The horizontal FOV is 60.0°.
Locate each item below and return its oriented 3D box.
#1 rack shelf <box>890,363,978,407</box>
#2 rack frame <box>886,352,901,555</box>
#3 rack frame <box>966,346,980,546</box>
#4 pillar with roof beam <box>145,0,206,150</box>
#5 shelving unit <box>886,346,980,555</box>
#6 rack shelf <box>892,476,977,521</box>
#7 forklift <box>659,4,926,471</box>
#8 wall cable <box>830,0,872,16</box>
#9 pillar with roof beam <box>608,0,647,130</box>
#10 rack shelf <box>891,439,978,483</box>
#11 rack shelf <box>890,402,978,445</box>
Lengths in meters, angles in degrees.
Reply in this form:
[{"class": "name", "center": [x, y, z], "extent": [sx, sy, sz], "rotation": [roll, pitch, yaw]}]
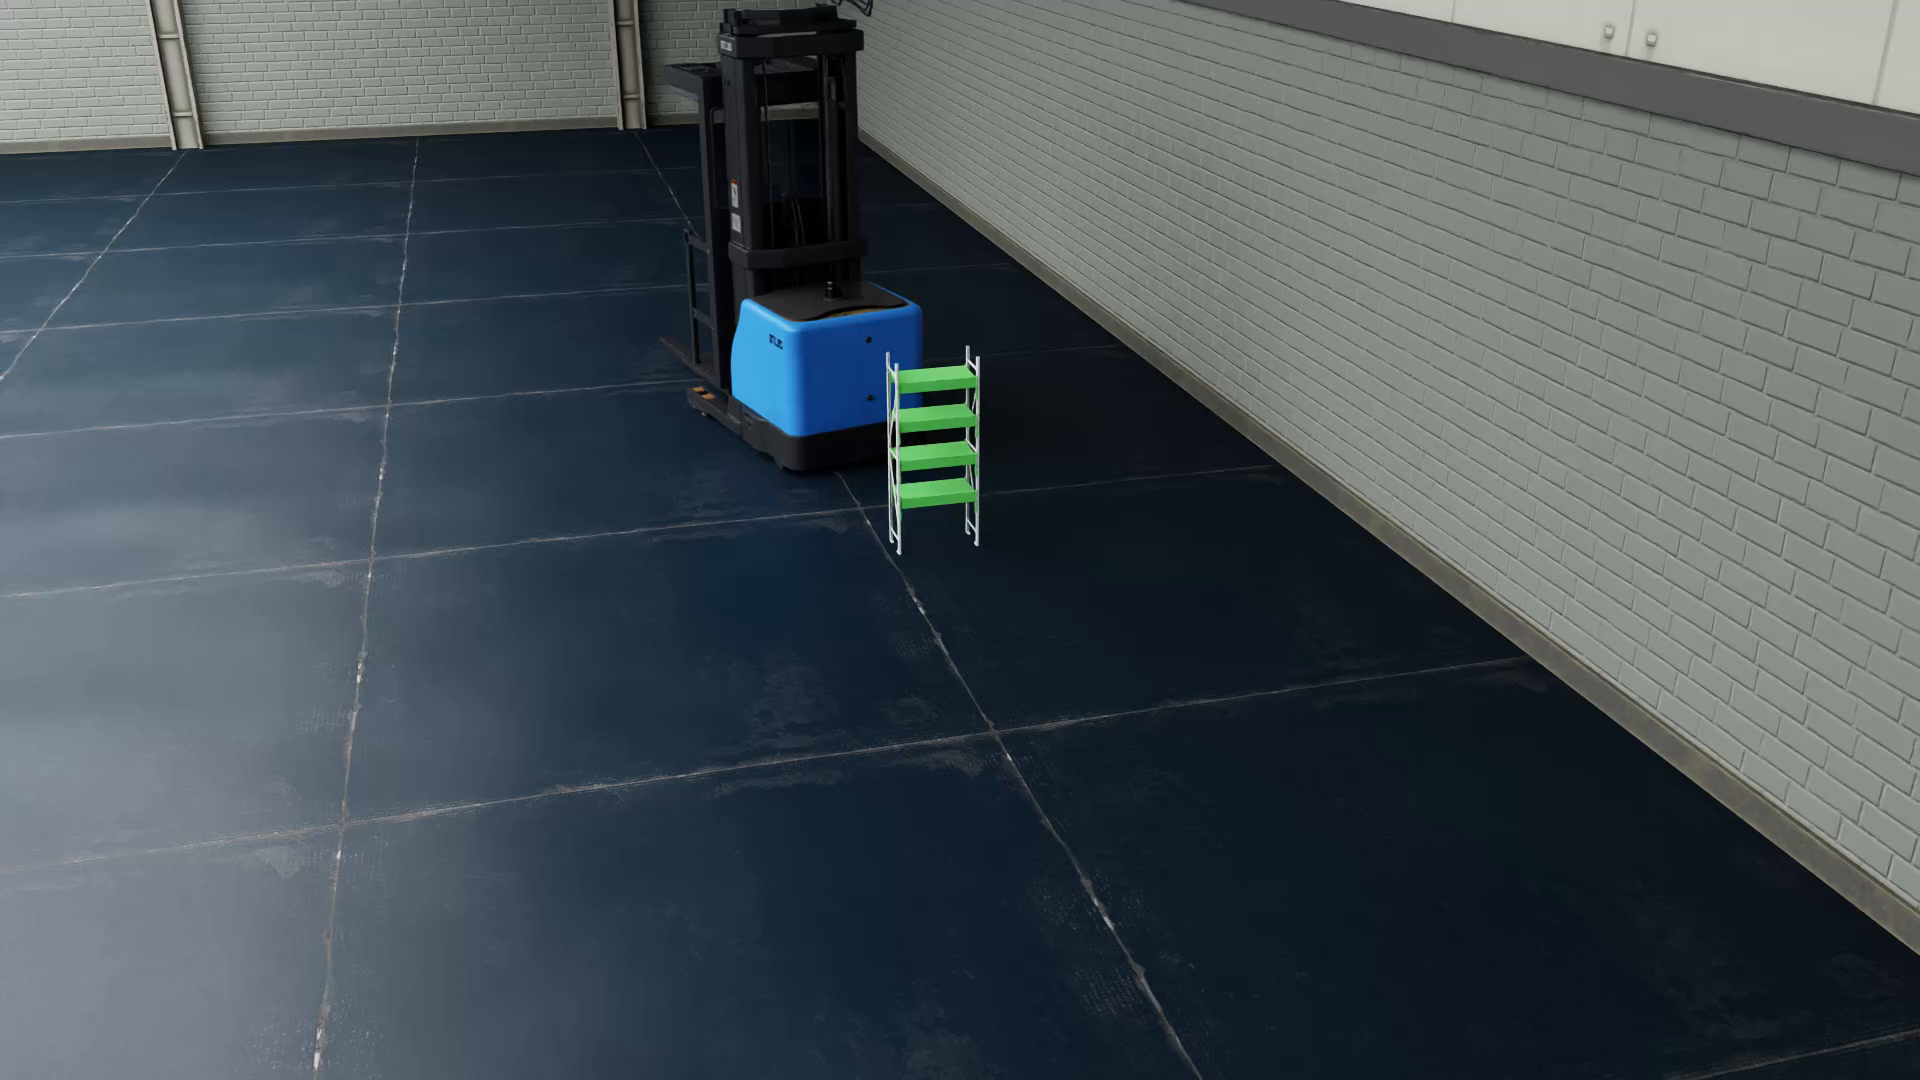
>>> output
[{"class": "rack shelf", "center": [-0.159, -0.916, 9.808], "extent": [0.480, 0.148, 0.258], "rotation": [-6, 24, -14]}, {"class": "rack frame", "center": [-0.394, -0.508, 9.912], "extent": [0.015, 1.200, 0.240], "rotation": [-6, 24, -14]}, {"class": "rack frame", "center": [0.076, -0.560, 10.033], "extent": [0.015, 1.200, 0.240], "rotation": [-6, 24, -14]}, {"class": "pillar with roof beam", "center": [-9.399, -7.884, 17.211], "extent": [0.400, 9.000, 9.100], "rotation": [-6, 24, -14]}, {"class": "shelving unit", "center": [-0.159, -0.534, 9.972], "extent": [0.503, 1.200, 0.258], "rotation": [-6, 24, -14]}, {"class": "rack shelf", "center": [-0.159, -0.254, 10.092], "extent": [0.480, 0.148, 0.258], "rotation": [-6, 24, -14]}, {"class": "forklift", "center": [-1.408, -2.349, 12.008], "extent": [1.130, 2.935, 3.031], "rotation": [-13, 26, -27]}, {"class": "wall cable", "center": [-1.591, -8.542, 22.683], "extent": [0.112, 2.526, 3.097], "rotation": [-6, 24, -14]}, {"class": "pillar with roof beam", "center": [-3.622, -8.523, 18.700], "extent": [0.400, 9.000, 9.100], "rotation": [-6, 24, -14]}, {"class": "rack shelf", "center": [-0.159, -0.475, 9.998], "extent": [0.480, 0.148, 0.258], "rotation": [-6, 24, -14]}, {"class": "rack shelf", "center": [-0.159, -0.696, 9.903], "extent": [0.480, 0.148, 0.258], "rotation": [-6, 24, -14]}]
